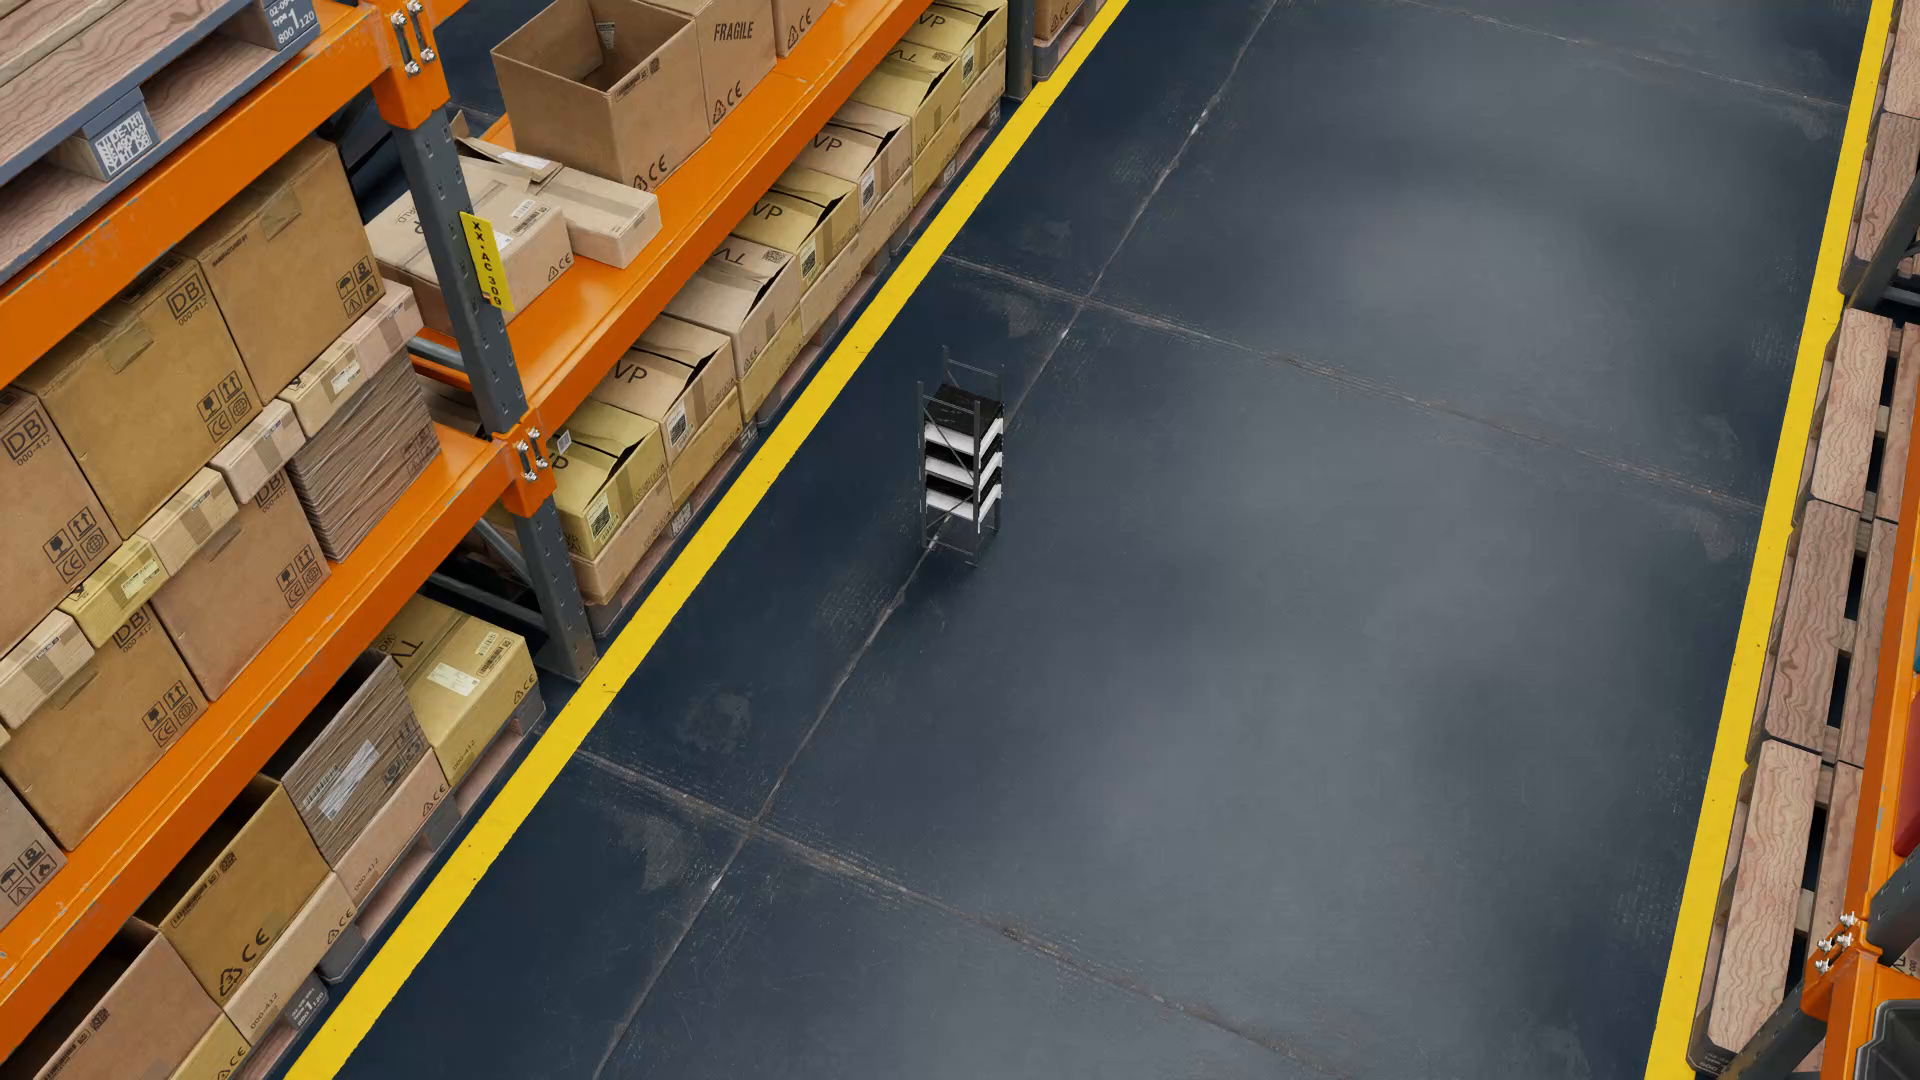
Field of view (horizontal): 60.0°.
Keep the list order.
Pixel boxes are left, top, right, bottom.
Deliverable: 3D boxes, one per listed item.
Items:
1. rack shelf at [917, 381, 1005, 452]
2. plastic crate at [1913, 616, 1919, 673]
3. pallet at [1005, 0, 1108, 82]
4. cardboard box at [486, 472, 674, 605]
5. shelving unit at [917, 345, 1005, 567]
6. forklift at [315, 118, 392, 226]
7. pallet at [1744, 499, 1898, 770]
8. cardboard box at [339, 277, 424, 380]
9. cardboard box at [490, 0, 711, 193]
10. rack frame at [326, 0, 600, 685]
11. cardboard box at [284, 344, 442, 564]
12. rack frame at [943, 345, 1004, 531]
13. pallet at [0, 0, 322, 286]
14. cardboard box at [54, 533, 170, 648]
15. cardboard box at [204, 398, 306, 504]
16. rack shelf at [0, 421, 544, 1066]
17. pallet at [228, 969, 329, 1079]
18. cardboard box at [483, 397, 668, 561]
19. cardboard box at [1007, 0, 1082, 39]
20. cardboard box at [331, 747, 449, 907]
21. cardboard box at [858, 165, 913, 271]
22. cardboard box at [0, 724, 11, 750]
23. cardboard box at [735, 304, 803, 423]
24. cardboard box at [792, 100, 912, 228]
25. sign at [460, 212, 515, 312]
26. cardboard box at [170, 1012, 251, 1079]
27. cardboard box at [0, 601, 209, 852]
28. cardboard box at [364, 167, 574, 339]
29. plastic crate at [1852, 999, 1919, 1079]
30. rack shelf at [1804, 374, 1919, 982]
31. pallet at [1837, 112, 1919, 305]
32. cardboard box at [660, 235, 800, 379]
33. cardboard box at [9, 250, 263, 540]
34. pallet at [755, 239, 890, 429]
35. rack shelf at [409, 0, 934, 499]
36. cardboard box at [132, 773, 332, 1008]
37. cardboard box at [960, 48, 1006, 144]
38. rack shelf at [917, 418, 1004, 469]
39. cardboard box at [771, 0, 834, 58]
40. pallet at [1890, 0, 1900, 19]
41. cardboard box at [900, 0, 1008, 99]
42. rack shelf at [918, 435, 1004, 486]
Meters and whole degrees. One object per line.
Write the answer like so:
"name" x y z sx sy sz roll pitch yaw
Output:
"rack shelf" 0.003 -0.451 6.047 0.258 0.077 0.200 20 52 16
"plastic crate" 2.849 0.114 4.509 0.392 0.384 0.575 20 52 16
"pallet" 0.244 -2.997 8.977 1.003 0.211 1.213 20 52 16
"cardboard box" -1.421 -0.086 6.199 0.500 0.250 0.500 19 52 15
"shelving unit" 0.003 -0.297 6.227 0.258 0.900 0.210 20 52 16
"forklift" -3.012 -1.763 6.141 1.130 2.935 3.031 19 52 15
"pallet" 3.480 0.477 6.021 1.003 0.211 1.213 20 52 16
"cardboard box" -1.740 -0.630 4.640 0.380 0.149 0.250 20 52 16
"cardboard box" -1.250 -1.563 5.860 0.500 0.500 0.500 23 53 19
"rack frame" -1.818 -0.644 5.144 1.000 3.000 0.127 20 52 16
"cardboard box" -2.002 -0.369 4.844 0.700 0.500 0.500 19 52 15
"rack frame" 0.047 -0.367 6.287 0.240 0.900 0.006 20 52 16
"pallet" -2.159 -0.992 3.528 1.003 0.211 1.213 20 52 16
"cardboard box" -2.176 0.070 4.044 0.380 0.149 0.250 20 52 16
"cardboard box" -1.957 -0.279 4.342 0.380 0.149 0.250 18 52 15
"rack shelf" -2.672 0.966 4.246 1.077 0.370 4.000 20 52 16
"pallet" -2.715 1.637 5.034 1.003 0.211 1.213 20 52 16
"cardboard box" -1.416 -0.275 5.991 0.500 0.311 0.500 20 52 16
"cardboard box" 0.344 -2.952 8.460 0.500 0.500 0.500 22 53 18
"cardboard box" -2.041 0.842 5.409 0.500 0.250 0.500 20 52 16
"cardboard box" -0.548 -1.501 7.402 0.500 0.250 0.500 21 53 17
"cardboard box" -2.395 0.428 3.740 0.380 0.149 0.250 21 53 17
"cardboard box" -0.983 -0.796 6.802 0.500 0.250 0.500 18 52 15
"cardboard box" -0.544 -1.678 7.185 0.500 0.311 0.500 19 52 16
"sign" -1.315 -0.771 4.631 0.100 0.325 0.005 20 52 16
"cardboard box" -2.454 1.536 4.818 0.500 0.250 0.500 20 52 16
"cardboard box" -2.439 0.340 4.240 0.700 0.500 0.500 21 53 17
"cardboard box" -1.647 -0.949 5.501 0.500 0.250 0.500 23 53 18
"plastic crate" 2.321 1.309 3.522 0.767 0.338 0.504 20 52 16
"rack shelf" 3.514 -0.174 5.216 1.077 0.370 4.000 20 52 16
"pallet" 4.667 -1.437 7.649 1.003 0.211 1.213 20 52 16
"cardboard box" -0.977 -0.974 6.586 0.500 0.311 0.500 18 52 15
"cardboard box" -2.216 -0.441 4.053 0.700 0.500 0.500 20 52 16
"pallet" -1.018 -1.104 7.366 1.003 0.211 1.213 20 52 16
"rack shelf" -0.963 -1.788 6.590 1.077 0.370 4.000 20 52 16
"cardboard box" -2.252 0.944 4.829 0.500 0.500 0.500 20 52 16
"cardboard box" -0.113 -2.202 7.999 0.500 0.250 0.500 21 53 17
"rack shelf" 0.003 -0.392 6.115 0.258 0.077 0.200 20 52 16
"cardboard box" -0.811 -2.270 6.462 0.500 0.500 0.500 17 52 14
"pallet" 5.710 -3.117 9.079 1.003 0.211 1.213 20 52 16
"cardboard box" -0.110 -2.385 7.786 0.500 0.311 0.500 21 53 17
"rack shelf" 0.003 -0.334 6.184 0.258 0.077 0.200 20 52 16
